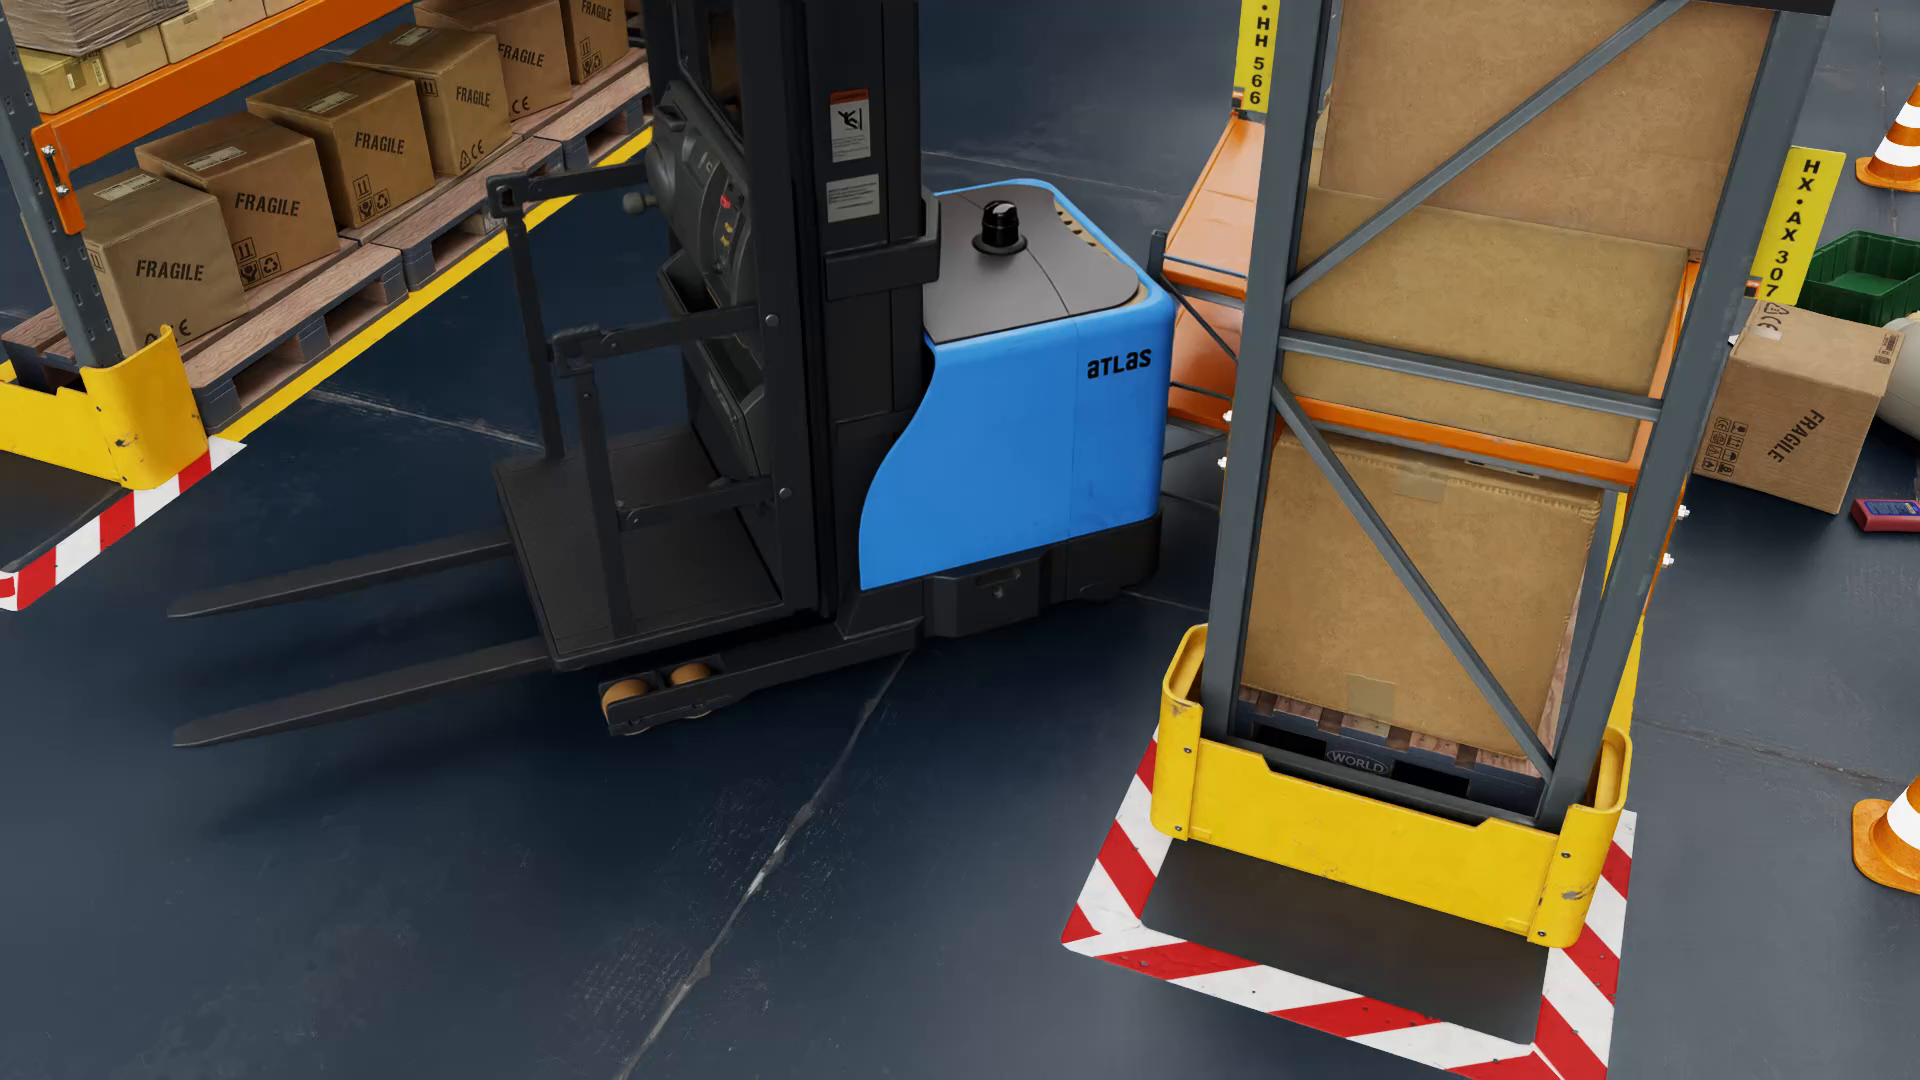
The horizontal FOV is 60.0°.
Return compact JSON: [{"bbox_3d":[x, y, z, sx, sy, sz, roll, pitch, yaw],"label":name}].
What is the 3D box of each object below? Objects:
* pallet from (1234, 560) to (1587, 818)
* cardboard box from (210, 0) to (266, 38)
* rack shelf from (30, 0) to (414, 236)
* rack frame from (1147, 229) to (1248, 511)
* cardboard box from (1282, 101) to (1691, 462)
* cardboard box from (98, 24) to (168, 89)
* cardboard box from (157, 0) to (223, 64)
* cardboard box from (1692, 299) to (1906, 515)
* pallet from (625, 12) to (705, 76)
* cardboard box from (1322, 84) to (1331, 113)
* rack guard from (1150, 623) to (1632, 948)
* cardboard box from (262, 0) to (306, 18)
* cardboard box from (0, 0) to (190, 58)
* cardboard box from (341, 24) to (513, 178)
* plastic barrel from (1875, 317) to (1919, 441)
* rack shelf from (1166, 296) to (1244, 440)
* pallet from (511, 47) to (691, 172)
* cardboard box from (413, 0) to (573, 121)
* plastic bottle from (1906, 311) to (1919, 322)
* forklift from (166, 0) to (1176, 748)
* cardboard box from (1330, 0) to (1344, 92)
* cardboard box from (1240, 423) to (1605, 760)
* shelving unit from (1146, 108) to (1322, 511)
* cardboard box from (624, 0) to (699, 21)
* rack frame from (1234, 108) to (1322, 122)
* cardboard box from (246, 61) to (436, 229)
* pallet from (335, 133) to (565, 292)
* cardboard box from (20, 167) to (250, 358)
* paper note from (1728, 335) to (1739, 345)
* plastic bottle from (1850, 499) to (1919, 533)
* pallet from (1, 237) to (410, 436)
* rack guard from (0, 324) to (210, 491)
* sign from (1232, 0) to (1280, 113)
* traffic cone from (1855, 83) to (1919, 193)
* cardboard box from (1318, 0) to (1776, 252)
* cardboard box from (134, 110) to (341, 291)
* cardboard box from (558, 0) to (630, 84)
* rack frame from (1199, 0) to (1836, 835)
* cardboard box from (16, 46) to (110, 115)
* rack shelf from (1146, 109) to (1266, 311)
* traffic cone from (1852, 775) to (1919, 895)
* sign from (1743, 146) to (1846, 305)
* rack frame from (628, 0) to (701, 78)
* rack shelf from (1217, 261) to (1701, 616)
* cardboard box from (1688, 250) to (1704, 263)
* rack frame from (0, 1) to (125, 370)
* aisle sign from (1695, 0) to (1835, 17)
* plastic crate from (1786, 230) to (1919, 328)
[{"bbox_3d":[1.364,0.289,5.188,1.003,0.211,1.213,14,39,18],"label":"pallet"},{"bbox_3d":[-2.790,-1.969,6.088,0.380,0.149,0.250,14,39,18],"label":"cardboard box"},{"bbox_3d":[-2.655,-2.373,7.020,1.077,0.370,4.000,14,39,18],"label":"rack shelf"},{"bbox_3d":[0.806,-0.477,5.412,0.500,1.125,0.032,17,47,14],"label":"rack frame"},{"bbox_3d":[1.231,-0.644,3.980,0.875,0.550,0.550,14,39,18],"label":"cardboard box"},{"bbox_3d":[-2.975,-1.691,5.716,0.380,0.149,0.250,14,39,18],"label":"cardboard box"},{"bbox_3d":[-2.866,-1.826,5.897,0.380,0.149,0.250,14,39,18],"label":"cardboard box"},{"bbox_3d":[3.012,-0.489,5.985,0.500,0.500,0.500,21,42,25],"label":"cardboard box"},{"bbox_3d":[-1.600,-3.083,9.698,1.003,0.211,1.213,14,39,18],"label":"pallet"},{"bbox_3d":[1.420,-0.953,4.394,0.875,0.550,0.550,14,39,18],"label":"cardboard box"},{"bbox_3d":[1.123,0.647,4.467,1.175,0.500,0.348,14,39,18],"label":"rack guard"},{"bbox_3d":[-2.688,-2.105,6.271,0.380,0.149,0.250,14,39,18],"label":"cardboard box"},{"bbox_3d":[-3.182,-2.011,5.603,0.875,0.500,0.500,14,39,18],"label":"cardboard box"},{"bbox_3d":[-2.458,-2.042,7.714,0.500,0.500,0.500,11,38,14],"label":"cardboard box"},{"bbox_3d":[3.641,-0.573,6.163,0.421,0.421,0.512,-17,40,-22],"label":"plastic barrel"},{"bbox_3d":[0.990,-0.639,5.920,0.538,0.278,1.000,17,47,14],"label":"rack shelf"},{"bbox_3d":[-2.117,-2.271,8.613,1.003,0.211,1.213,14,39,18],"label":"pallet"},{"bbox_3d":[-2.294,-2.404,8.198,0.500,0.500,0.500,27,45,32],"label":"cardboard box"},{"bbox_3d":[3.945,-0.909,6.915,0.133,0.061,0.283,-5,37,-6],"label":"plastic bottle"},{"bbox_3d":[-0.910,-0.951,4.574,3.031,2.935,1.130,-14,39,-18],"label":"forklift"},{"bbox_3d":[1.433,-1.383,4.067,0.875,0.550,0.550,14,39,18],"label":"cardboard box"},{"bbox_3d":[1.329,-0.075,4.769,0.875,0.875,0.875,14,39,18],"label":"cardboard box"},{"bbox_3d":[0.996,-0.810,5.746,0.538,1.125,1.048,17,47,14],"label":"shelving unit"},{"bbox_3d":[-1.641,-3.278,9.351,0.700,0.500,0.500,11,38,14],"label":"cardboard box"},{"bbox_3d":[1.186,-1.143,6.079,0.500,1.125,0.032,17,47,14],"label":"rack frame"},{"bbox_3d":[-2.712,-1.744,7.314,0.500,0.500,0.500,18,40,22],"label":"cardboard box"},{"bbox_3d":[-2.580,-1.594,7.706,1.003,0.211,1.213,14,39,18],"label":"pallet"},{"bbox_3d":[-3.163,-1.063,6.403,0.500,0.500,0.500,21,42,26],"label":"cardboard box"},{"bbox_3d":[3.236,-0.815,6.814,0.147,0.020,0.142,-11,38,-14],"label":"paper note"},{"bbox_3d":[3.285,-0.084,5.812,0.283,0.061,0.133,1,37,2],"label":"plastic bottle"},{"bbox_3d":[-3.046,-0.921,6.805,1.003,0.211,1.213,14,39,18],"label":"pallet"},{"bbox_3d":[-3.387,-0.594,6.128,1.175,0.500,0.348,14,39,18],"label":"rack guard"},{"bbox_3d":[0.636,-1.058,3.495,0.100,0.325,0.005,14,39,18],"label":"sign"},{"bbox_3d":[4.561,-1.965,7.992,0.336,0.463,0.334,14,39,18],"label":"traffic cone"},{"bbox_3d":[1.309,-1.057,3.631,0.875,0.550,0.550,14,39,18],"label":"cardboard box"},{"bbox_3d":[-2.968,-1.401,6.856,0.500,0.500,0.500,25,43,29],"label":"cardboard box"},{"bbox_3d":[-2.084,-2.723,8.625,0.500,0.500,0.500,13,39,16],"label":"cardboard box"},{"bbox_3d":[1.132,-0.368,3.737,1.000,3.000,0.127,14,39,18],"label":"rack frame"},{"bbox_3d":[-3.087,-1.556,5.537,0.380,0.149,0.250,14,39,18],"label":"cardboard box"},{"bbox_3d":[1.003,-1.015,5.537,0.538,0.278,1.000,17,47,14],"label":"rack shelf"},{"bbox_3d":[2.647,0.678,4.457,0.336,0.463,0.334,14,39,18],"label":"traffic cone"},{"bbox_3d":[1.643,-0.617,3.280,0.100,0.325,0.005,14,39,18],"label":"sign"},{"bbox_3d":[-1.894,-3.768,8.286,1.000,3.000,0.127,14,39,18],"label":"rack frame"},{"bbox_3d":[1.893,-1.187,5.433,1.077,0.370,4.000,14,39,18],"label":"rack shelf"},{"bbox_3d":[1.750,-1.235,4.771,0.875,0.550,0.550,14,39,18],"label":"cardboard box"},{"bbox_3d":[-3.416,-1.554,5.323,1.000,3.000,0.127,14,39,18],"label":"rack frame"},{"bbox_3d":[1.383,-1.301,2.814,0.394,0.787,0.004,14,39,18],"label":"aisle sign"},{"bbox_3d":[3.799,-1.085,6.996,0.662,0.188,0.450,-25,33,-29],"label":"plastic crate"}]
